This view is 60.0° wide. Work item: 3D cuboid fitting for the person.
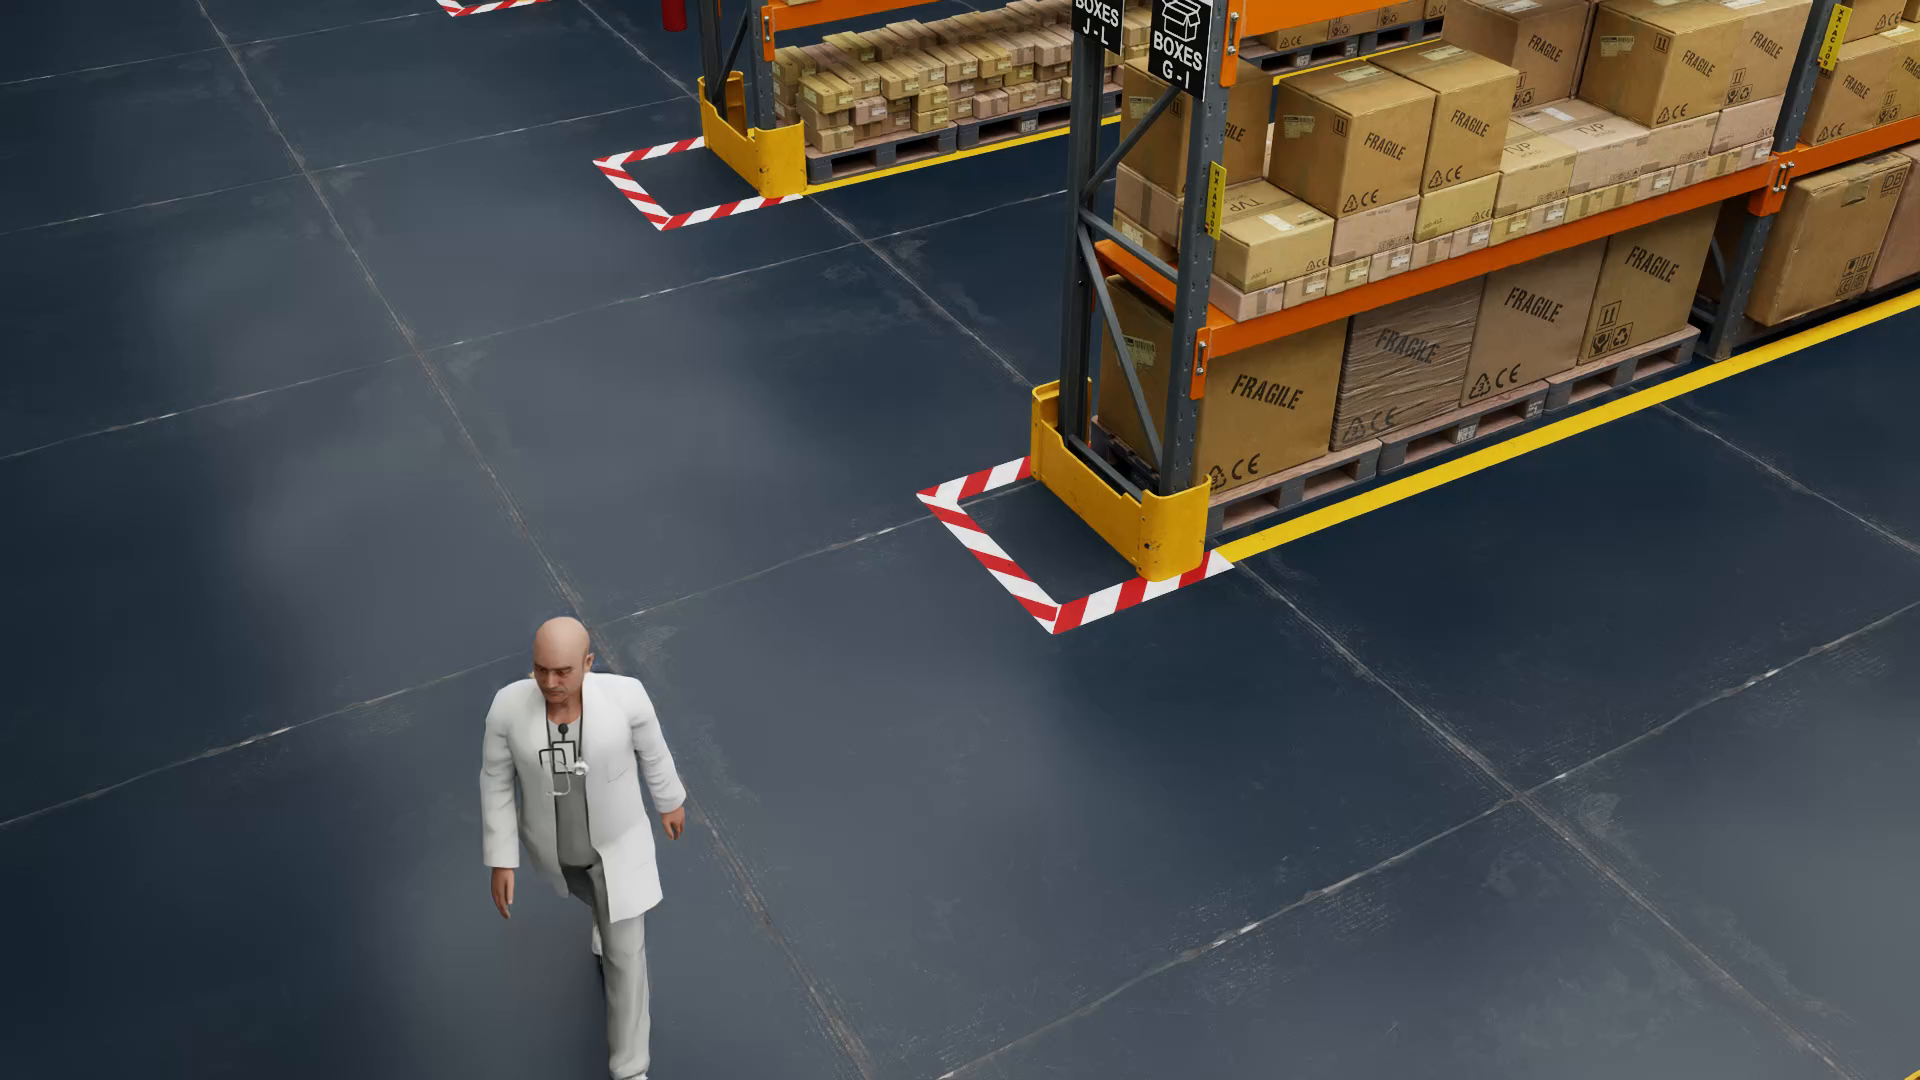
[{"bbox_3d":[-1.259,1.013,5.547,0.620,1.710,1.144,1,36,1],"label":"person"}]
